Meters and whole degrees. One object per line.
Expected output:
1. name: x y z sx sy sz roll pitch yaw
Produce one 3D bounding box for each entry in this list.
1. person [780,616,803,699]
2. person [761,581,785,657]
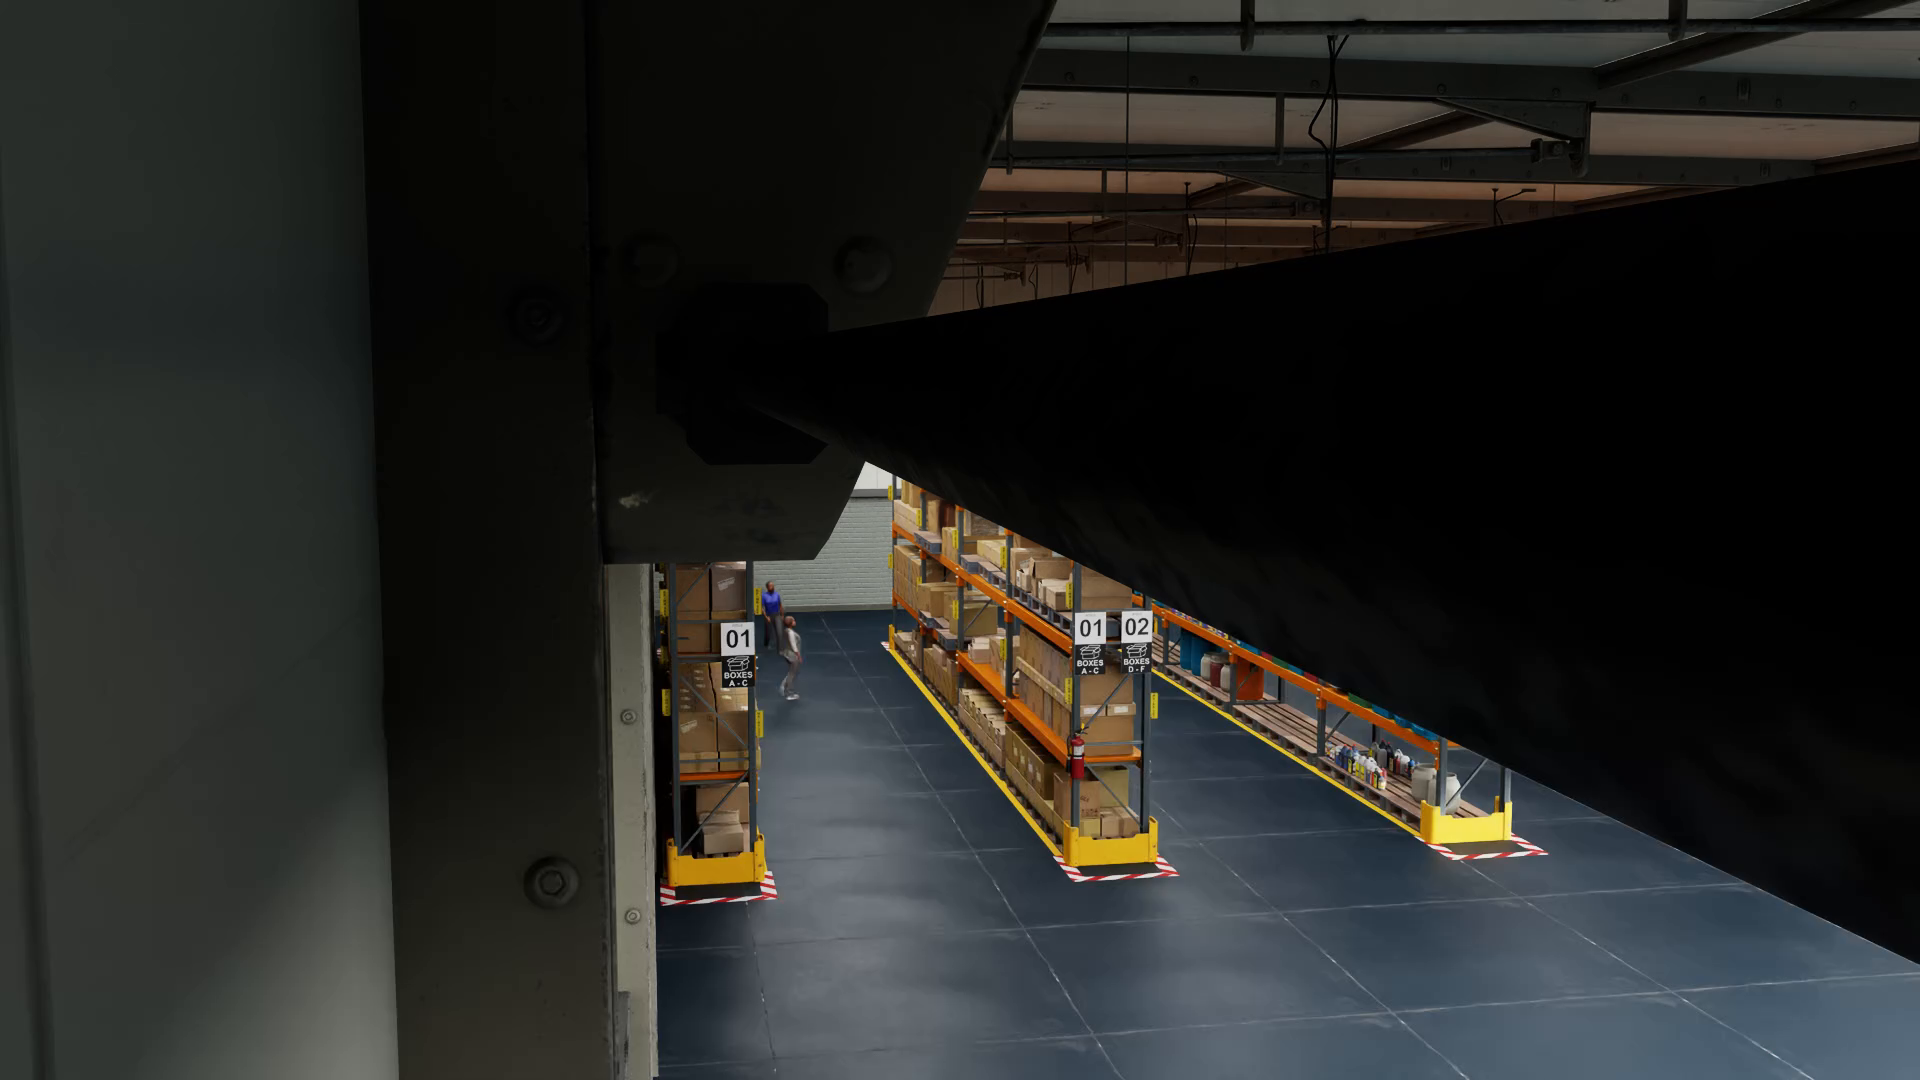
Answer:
1. person: -3.103 2.190 30.920 0.421 1.584 0.457 -4 7 -33
2. person: -4.034 1.673 35.696 0.535 1.603 0.881 -2 6 -17
